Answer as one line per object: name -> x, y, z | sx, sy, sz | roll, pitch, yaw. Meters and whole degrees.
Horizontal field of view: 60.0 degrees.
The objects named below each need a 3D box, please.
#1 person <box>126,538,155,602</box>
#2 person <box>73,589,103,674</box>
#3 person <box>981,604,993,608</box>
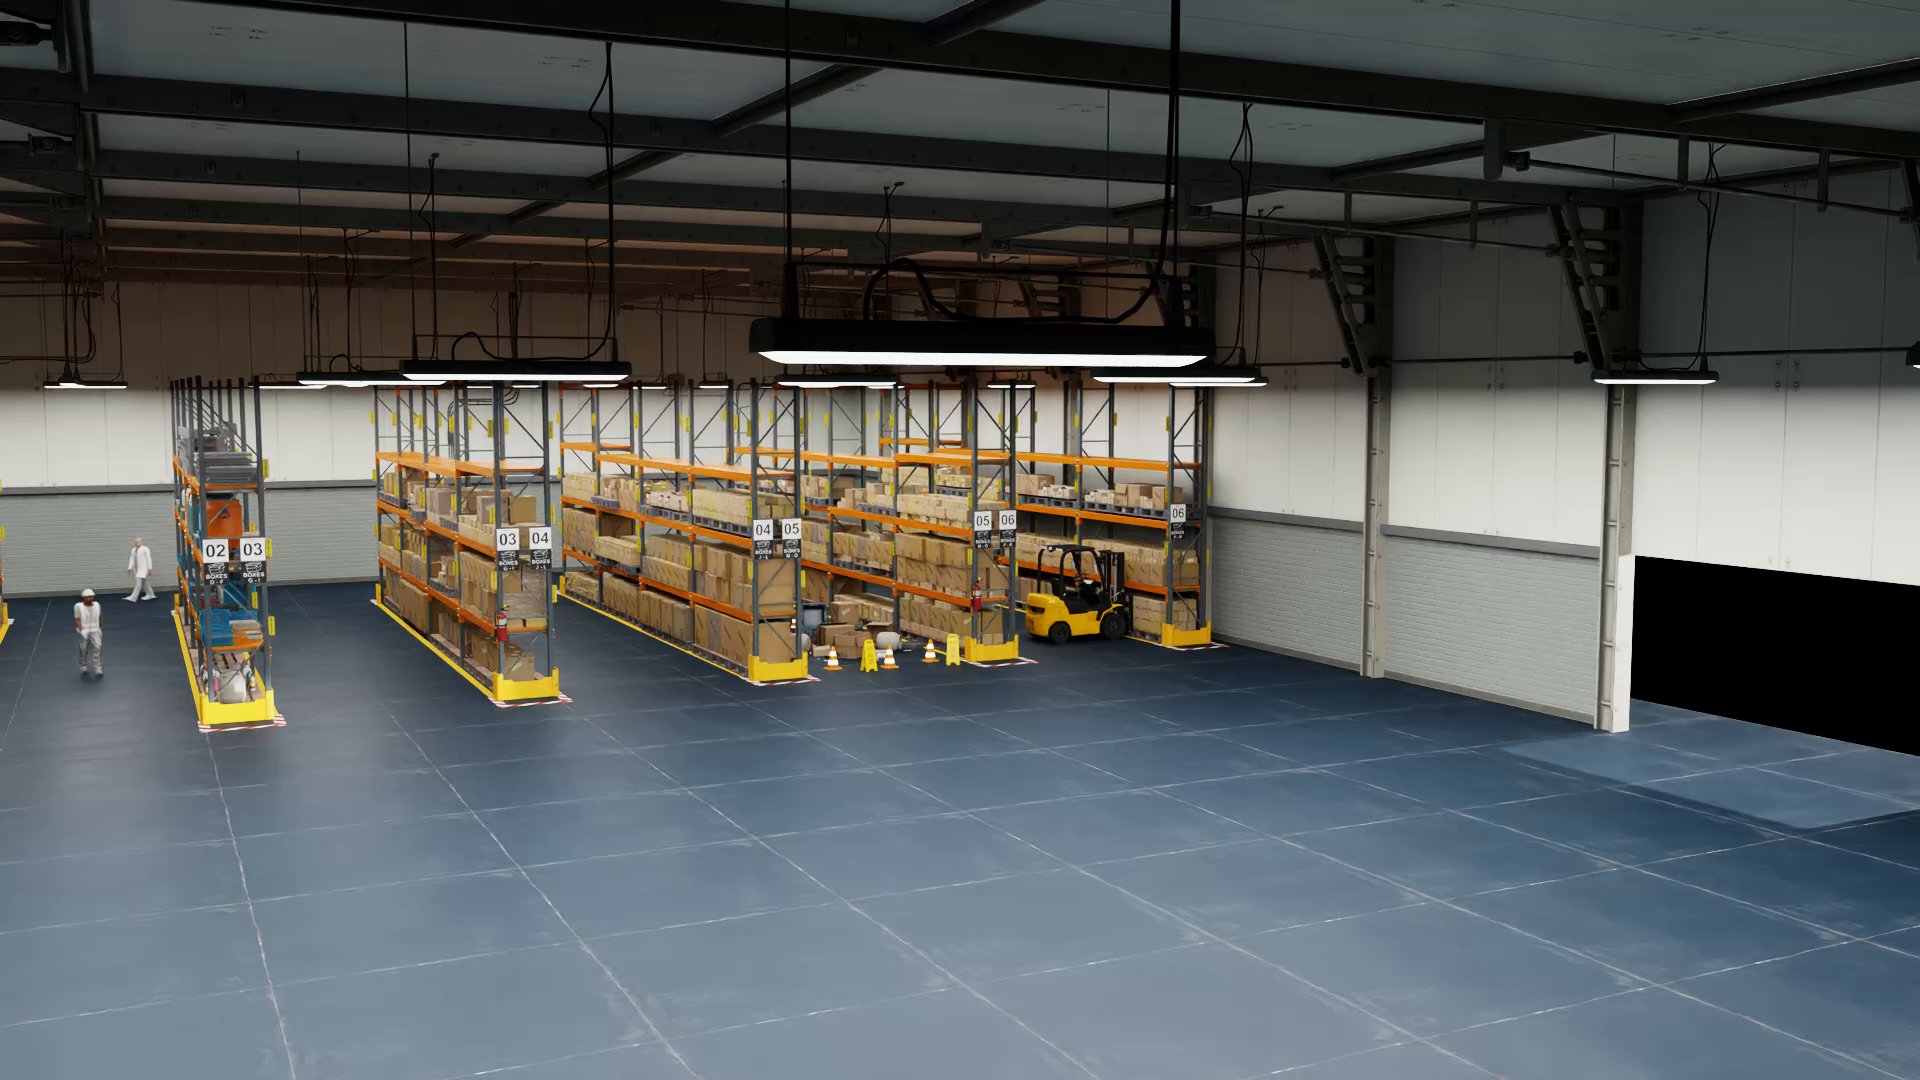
person -> -22.439, 0.809, 45.415 | 0.603, 1.747, 1.011 | 2, 6, 23
person -> -17.593, 1.851, 33.642 | 0.552, 1.716, 1.027 | -5, 7, -43
person -> 0.602, 1.385, 39.860 | 0.515, 1.710, 0.606 | -3, 6, -30
